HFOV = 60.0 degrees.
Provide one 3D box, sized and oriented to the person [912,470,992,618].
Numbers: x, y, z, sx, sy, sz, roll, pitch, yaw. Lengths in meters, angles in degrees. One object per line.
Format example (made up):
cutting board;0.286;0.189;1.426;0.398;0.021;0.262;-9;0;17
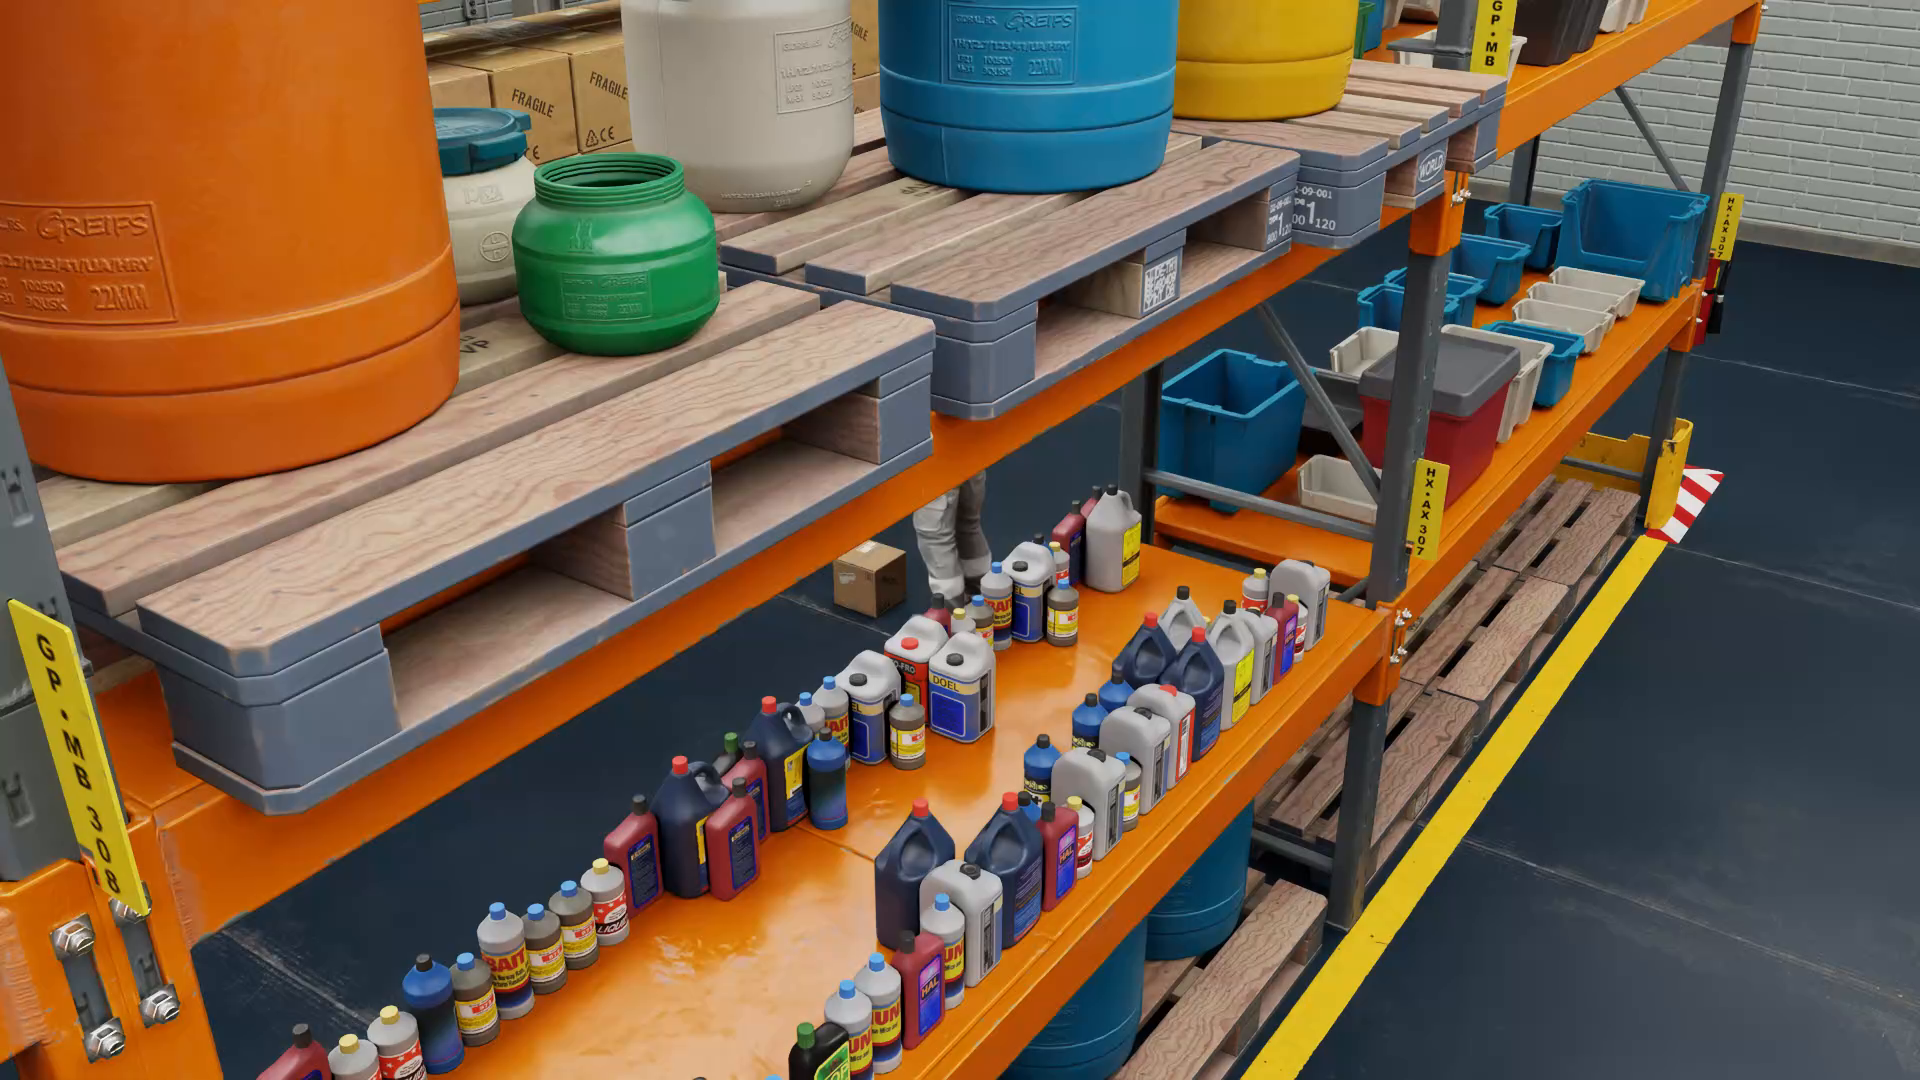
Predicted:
person;-0.045;-0.380;7.347;0.344;1.786;0.524;18;32;32
